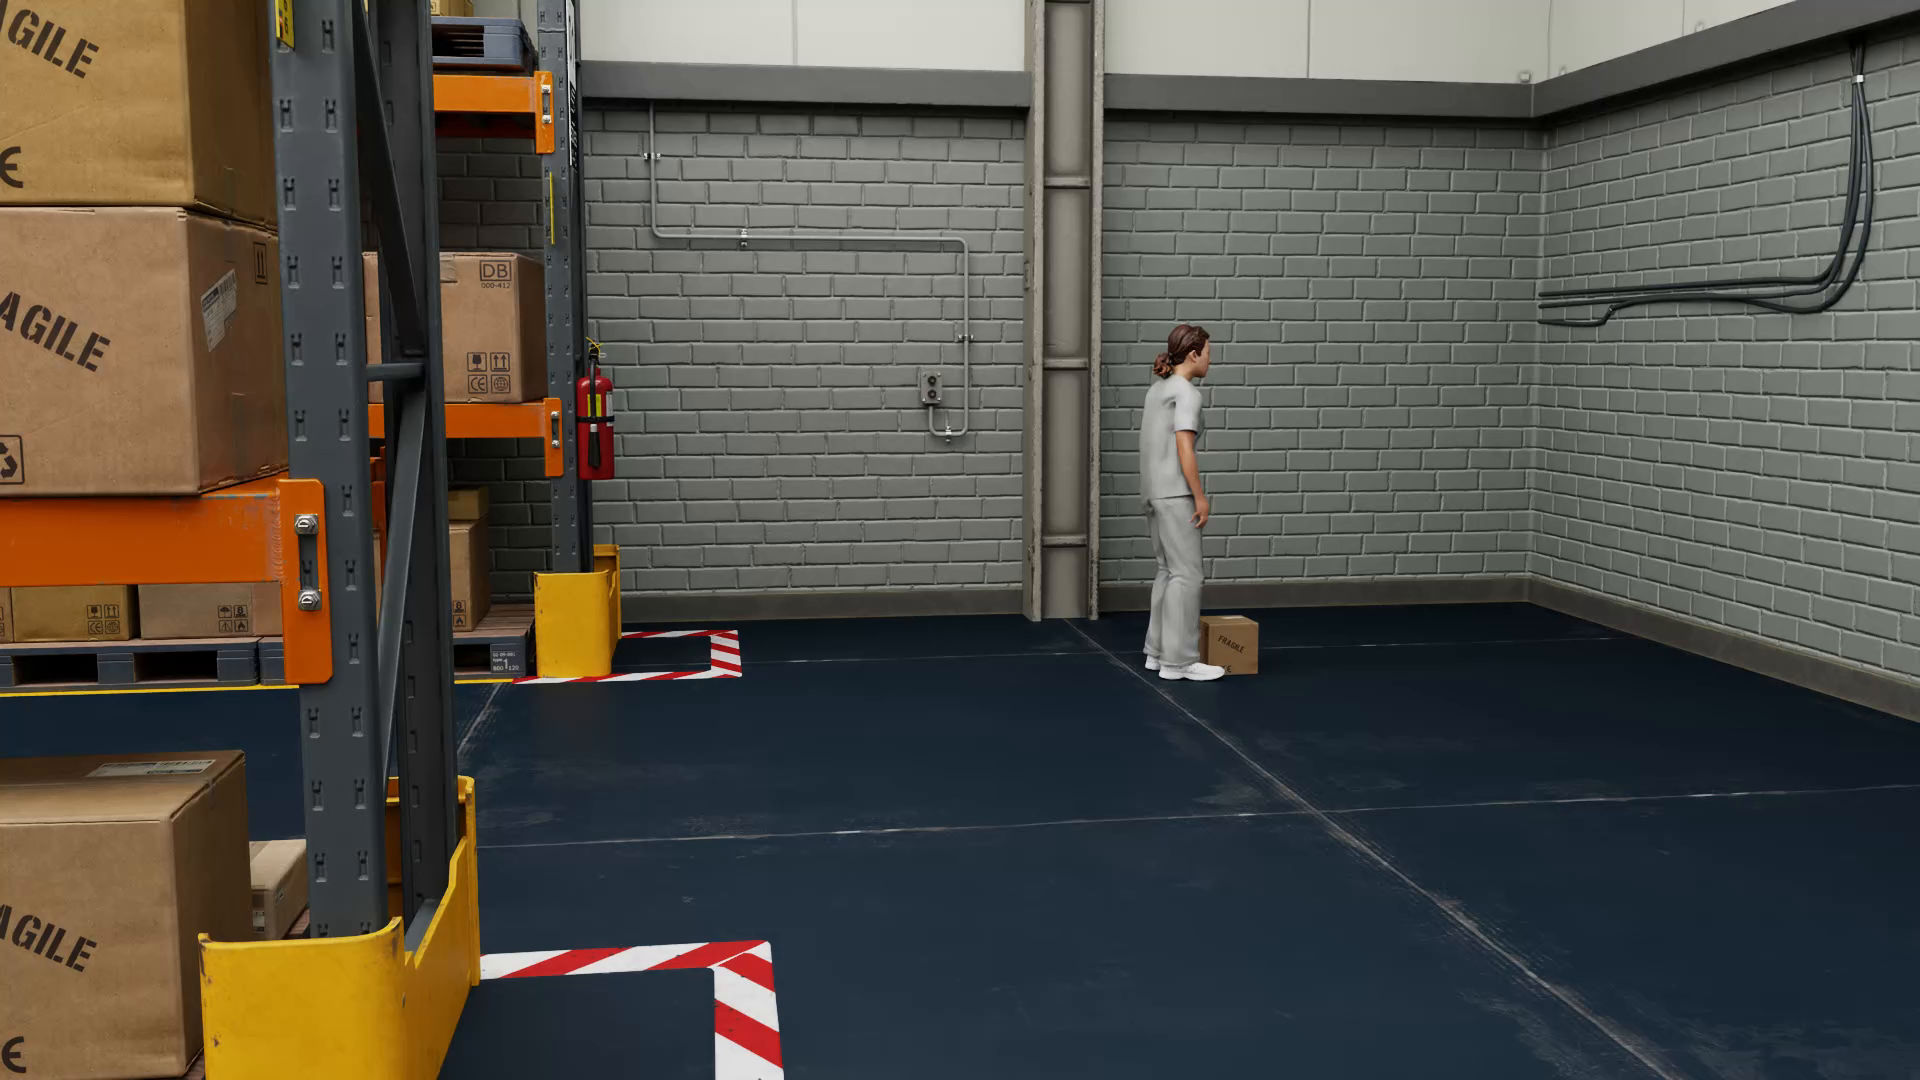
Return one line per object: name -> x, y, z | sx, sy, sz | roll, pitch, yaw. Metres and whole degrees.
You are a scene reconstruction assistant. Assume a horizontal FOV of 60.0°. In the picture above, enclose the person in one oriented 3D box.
person -> 1.046, -0.191, 7.960 | 0.355, 1.673, 0.512 | -1, 7, -11
